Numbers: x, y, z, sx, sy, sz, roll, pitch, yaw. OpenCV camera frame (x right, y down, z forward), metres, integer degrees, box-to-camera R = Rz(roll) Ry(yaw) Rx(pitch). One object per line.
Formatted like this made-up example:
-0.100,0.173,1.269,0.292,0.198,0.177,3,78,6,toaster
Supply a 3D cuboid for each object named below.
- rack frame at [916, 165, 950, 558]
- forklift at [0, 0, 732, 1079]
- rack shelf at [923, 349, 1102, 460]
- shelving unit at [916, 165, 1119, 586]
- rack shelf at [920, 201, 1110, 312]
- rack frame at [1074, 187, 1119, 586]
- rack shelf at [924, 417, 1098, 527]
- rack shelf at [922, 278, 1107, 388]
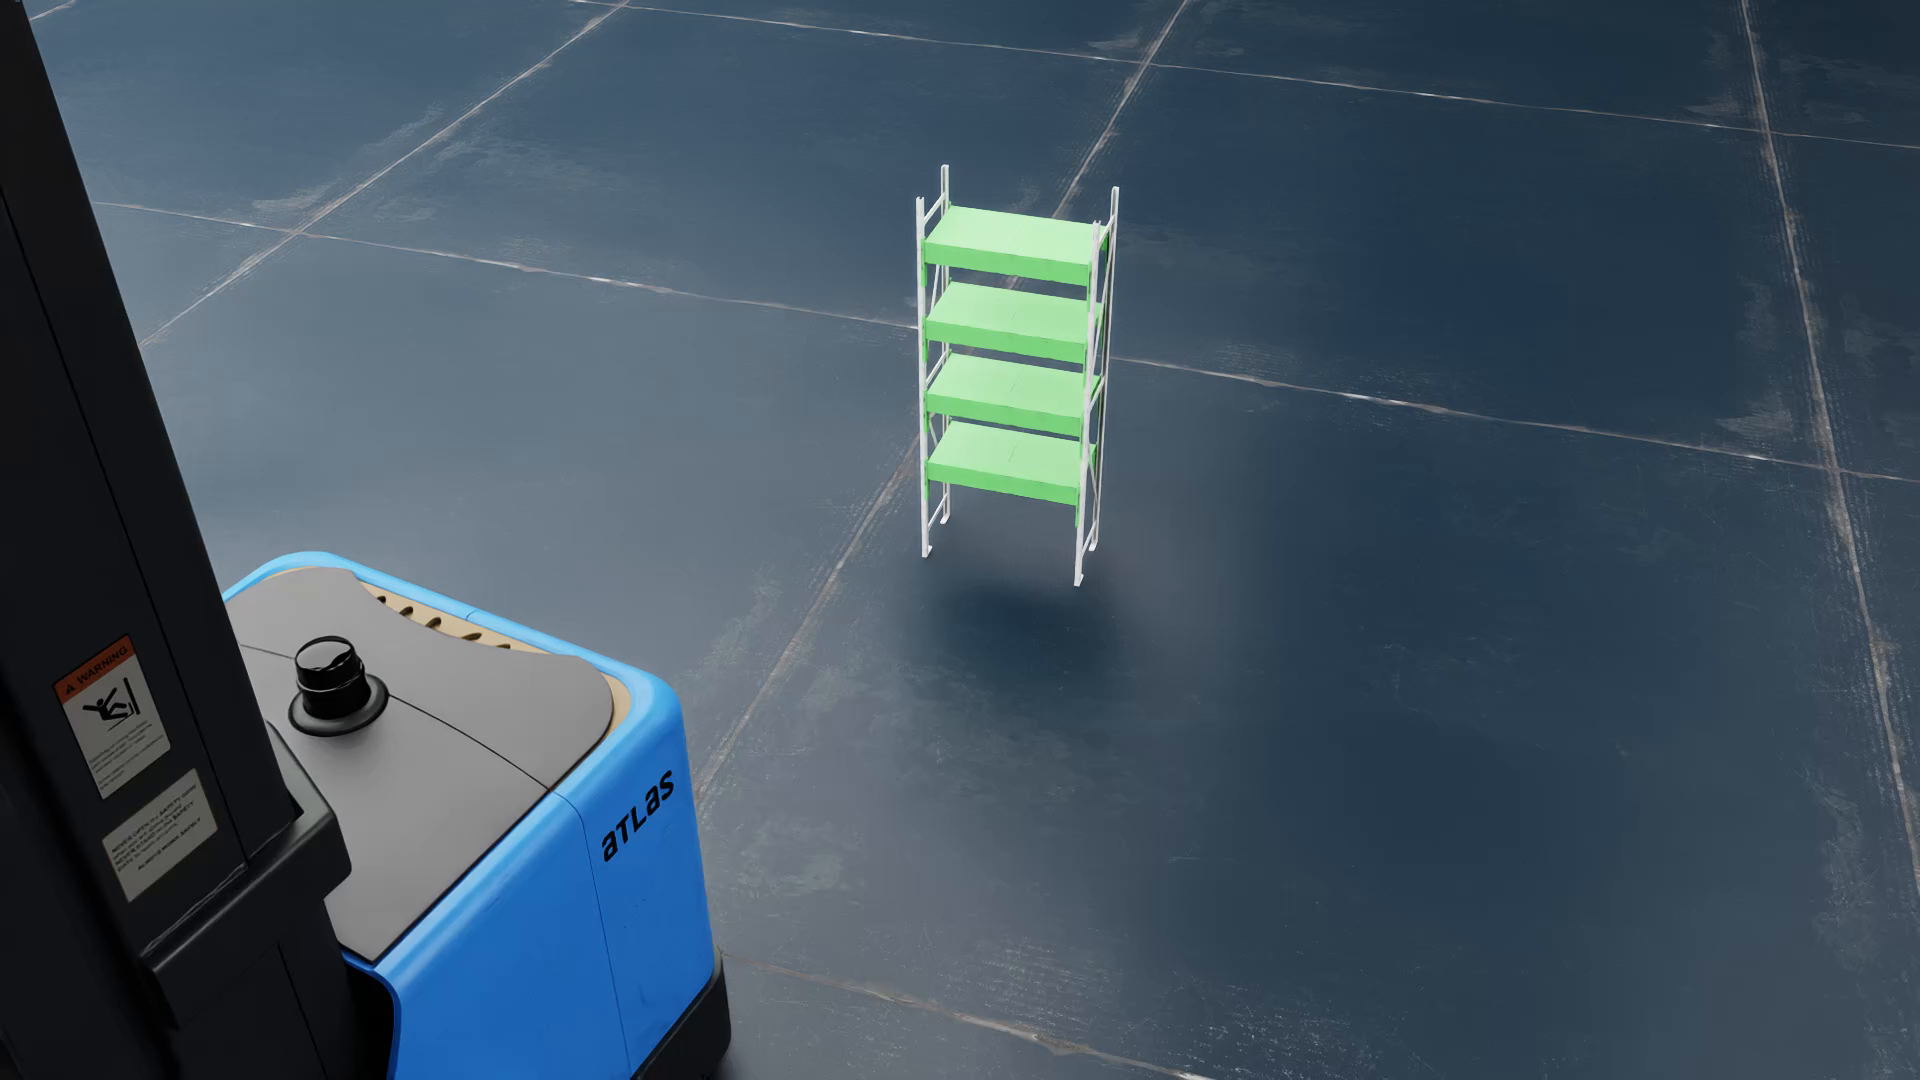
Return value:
-0.075,-0.497,4.913,0.015,1.200,0.240,10,38,14,rack frame
-1.635,0.590,1.975,1.130,2.935,3.031,17,40,22,forklift
0.158,-0.403,4.892,0.480,0.148,0.258,10,38,14,rack shelf
0.158,-0.454,4.855,0.503,1.200,0.258,10,38,14,shelving unit
0.158,-0.789,4.608,0.480,0.148,0.258,10,38,14,rack shelf
0.391,-0.411,4.796,0.015,1.200,0.240,10,38,14,rack frame
0.158,-0.209,5.035,0.480,0.148,0.258,10,38,14,rack shelf
0.158,-0.596,4.750,0.480,0.148,0.258,10,38,14,rack shelf
